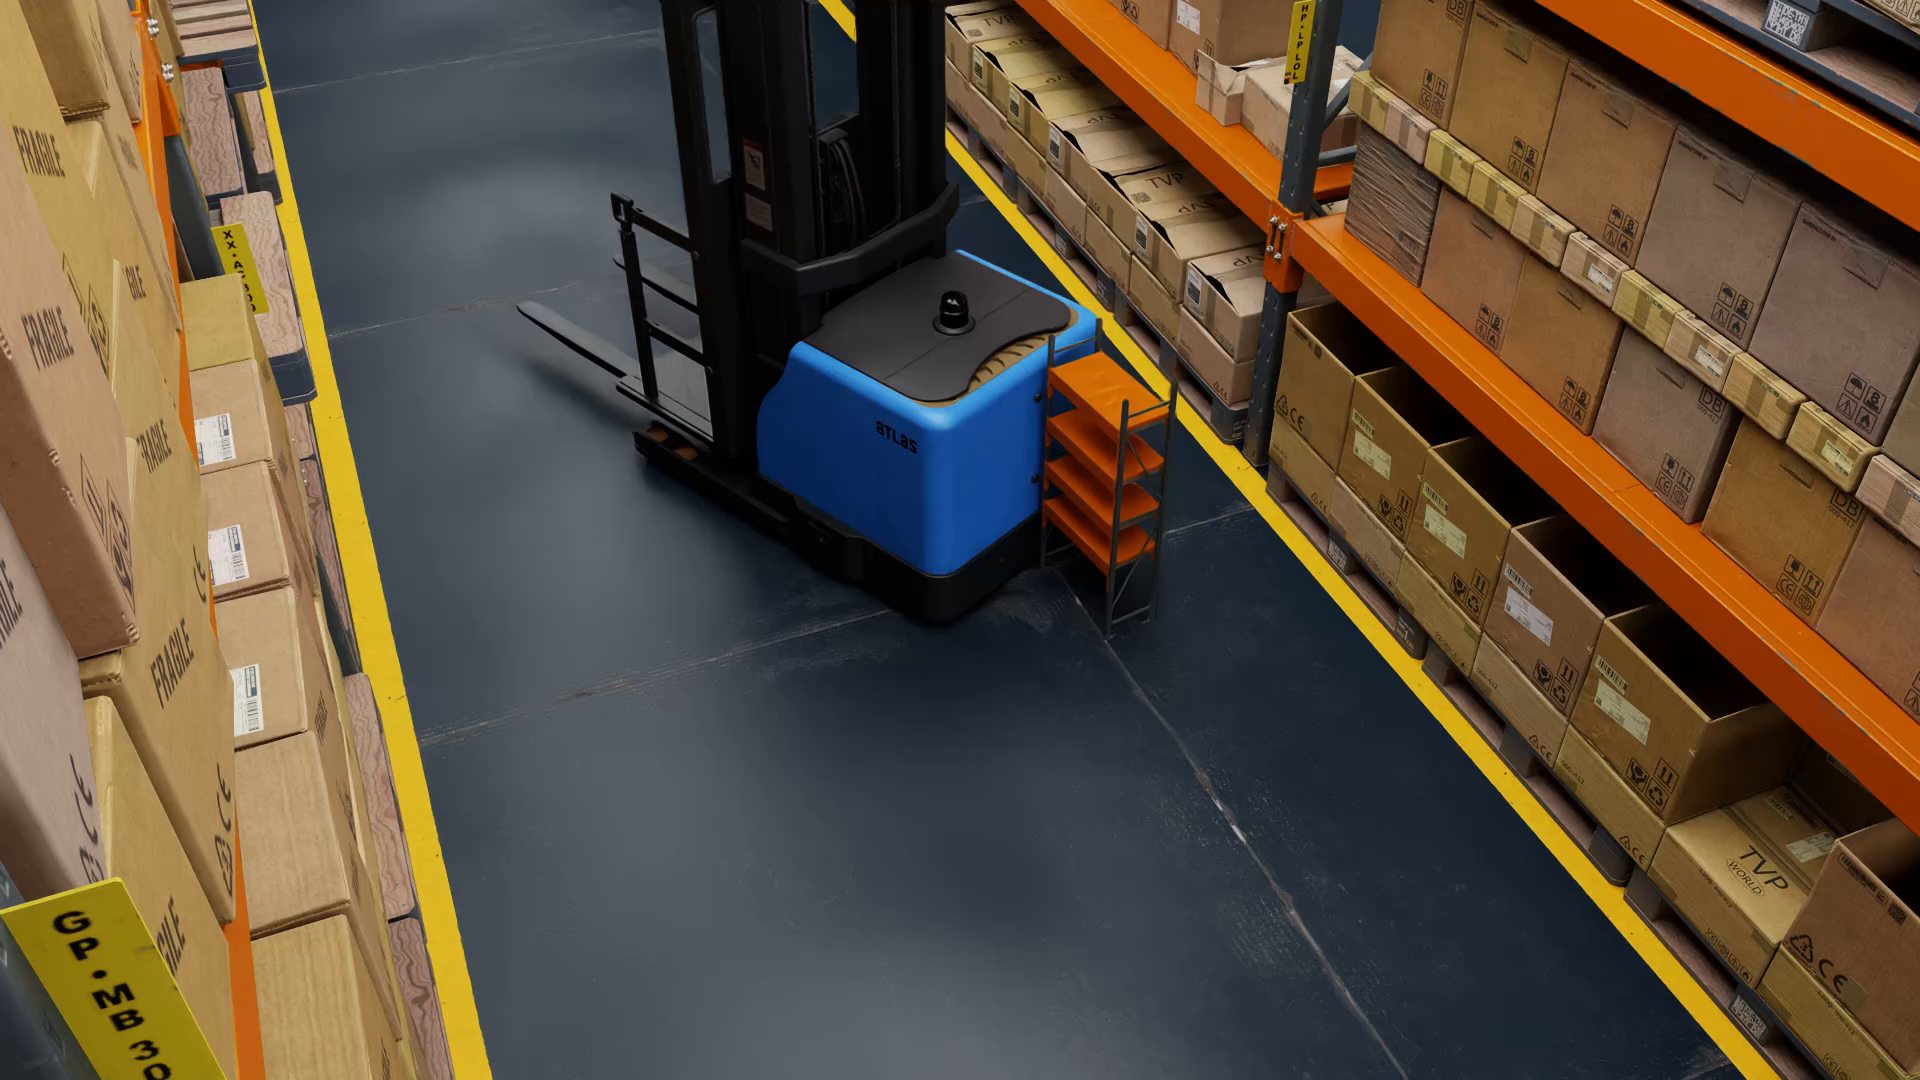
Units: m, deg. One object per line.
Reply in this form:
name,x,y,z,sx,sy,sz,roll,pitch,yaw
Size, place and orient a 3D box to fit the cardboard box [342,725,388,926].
cardboard box,-1.740,0.778,4.145,0.500,0.250,0.500,-15,43,-16

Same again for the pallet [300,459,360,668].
pallet,-3.084,0.203,6.852,1.003,0.211,1.213,-15,43,-17

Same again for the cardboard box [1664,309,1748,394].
cardboard box,2.404,-0.614,5.090,0.380,0.149,0.250,-16,43,-17

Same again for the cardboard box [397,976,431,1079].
cardboard box,-1.888,1.568,4.706,0.700,0.500,0.500,-18,44,-20

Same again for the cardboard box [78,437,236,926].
cardboard box,-1.323,0.245,2.272,0.500,0.500,0.500,-12,42,-14

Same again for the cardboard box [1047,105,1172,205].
cardboard box,0.789,-2.042,8.681,0.500,0.311,0.500,-16,43,-17

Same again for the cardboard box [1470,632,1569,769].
cardboard box,2.258,0.519,6.132,0.500,0.250,0.500,-15,43,-17

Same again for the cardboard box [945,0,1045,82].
cardboard box,0.190,-2.974,9.764,0.500,0.311,0.500,-14,43,-15

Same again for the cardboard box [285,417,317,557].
cardboard box,-2.323,-0.126,5.196,0.500,0.250,0.500,-15,43,-17

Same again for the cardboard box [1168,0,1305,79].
cardboard box,1.311,-2.445,7.717,0.500,0.500,0.500,-12,42,-14

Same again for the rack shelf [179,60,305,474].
rack shelf,-3.550,-1.317,7.033,1.077,0.370,4.000,-15,43,-17

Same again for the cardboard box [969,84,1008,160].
cardboard box,0.383,-2.458,9.595,0.500,0.250,0.500,-16,43,-18

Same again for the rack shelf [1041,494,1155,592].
rack shelf,0.568,-0.021,6.762,0.258,0.148,0.480,-21,45,-23

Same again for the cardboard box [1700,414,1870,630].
cardboard box,2.765,-0.152,5.049,0.700,0.500,0.500,-15,43,-17

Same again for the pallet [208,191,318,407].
pallet,-2.942,-0.809,6.038,1.003,0.211,1.213,-15,43,-17

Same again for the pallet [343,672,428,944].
pallet,-2.495,1.068,5.847,1.003,0.211,1.213,-15,43,-17

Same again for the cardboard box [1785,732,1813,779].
cardboard box,2.925,0.408,5.687,0.500,0.500,0.500,-15,43,-17

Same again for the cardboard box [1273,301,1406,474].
cardboard box,1.679,-0.667,6.937,0.500,0.500,0.500,-15,43,-17

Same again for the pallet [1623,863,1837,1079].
pallet,2.990,1.393,5.468,1.003,0.211,1.213,-15,43,-17

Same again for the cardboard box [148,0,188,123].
cardboard box,-3.629,-1.974,6.831,0.700,0.500,0.500,-15,43,-17

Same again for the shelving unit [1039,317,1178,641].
shelving unit,0.568,-0.223,6.589,0.258,1.200,0.503,-21,45,-23

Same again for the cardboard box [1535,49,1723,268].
cardboard box,2.352,-1.282,5.368,0.700,0.500,0.500,-15,43,-17

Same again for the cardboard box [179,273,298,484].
cardboard box,-2.318,-0.413,4.954,0.500,0.500,0.500,-15,43,-17

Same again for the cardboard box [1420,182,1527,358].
cardboard box,2.174,-1.080,6.128,0.700,0.500,0.500,-16,43,-17

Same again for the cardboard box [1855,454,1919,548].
cardboard box,2.706,-0.144,4.543,0.380,0.149,0.250,-15,43,-16

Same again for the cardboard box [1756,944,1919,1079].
cardboard box,2.843,1.420,5.085,0.500,0.250,0.500,-15,43,-17

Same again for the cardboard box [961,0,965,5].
cardboard box,0.145,-3.912,11.078,0.500,0.500,0.500,-17,43,-18

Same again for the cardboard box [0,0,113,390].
cardboard box,-1.529,-0.451,2.315,0.500,0.500,0.500,-14,43,-16

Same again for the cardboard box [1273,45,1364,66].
cardboard box,1.641,-2.113,7.599,0.380,0.149,0.250,-15,43,-17

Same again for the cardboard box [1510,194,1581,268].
cardboard box,2.107,-1.082,5.634,0.380,0.149,0.250,-16,43,-18

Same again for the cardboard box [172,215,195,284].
cardboard box,-2.948,-0.905,5.588,0.700,0.500,0.500,-15,43,-17

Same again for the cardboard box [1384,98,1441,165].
cardboard box,1.811,-1.546,6.173,0.380,0.149,0.250,-14,43,-16

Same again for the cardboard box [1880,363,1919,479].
cardboard box,2.928,-0.375,4.314,0.700,0.500,0.500,-16,43,-18

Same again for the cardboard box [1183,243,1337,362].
cardboard box,1.371,-1.125,7.615,0.500,0.311,0.500,-15,43,-17

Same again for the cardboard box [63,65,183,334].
cardboard box,-1.934,-0.694,3.363,0.500,0.500,0.500,-17,43,-19

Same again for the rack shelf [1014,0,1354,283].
rack shelf,1.026,-2.556,8.473,1.077,0.370,4.000,-15,43,-17

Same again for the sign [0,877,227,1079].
sign,-0.753,0.420,1.490,0.100,0.325,0.005,-15,43,-17

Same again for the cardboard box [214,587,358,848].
cardboard box,-1.739,0.505,3.886,0.500,0.500,0.500,-14,43,-16

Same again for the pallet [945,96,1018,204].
pallet,0.539,-2.470,9.961,1.003,0.211,1.213,-15,43,-17

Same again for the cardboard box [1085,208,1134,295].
cardboard box,0.976,-1.531,8.516,0.500,0.250,0.500,-14,43,-16

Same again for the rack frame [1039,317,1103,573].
rack frame,0.443,-0.360,6.748,0.240,1.200,0.015,-21,45,-23

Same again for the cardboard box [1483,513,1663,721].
cardboard box,2.255,0.236,5.887,0.500,0.500,0.500,-15,43,-17

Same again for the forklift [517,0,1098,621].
forklift,-0.854,-1.610,6.875,3.031,2.935,1.130,30,49,30

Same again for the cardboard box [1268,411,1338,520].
cardboard box,1.688,-0.385,7.184,0.500,0.250,0.500,-15,43,-17

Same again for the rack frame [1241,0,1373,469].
rack frame,1.791,-1.624,6.837,1.000,3.000,0.127,-15,43,-17
